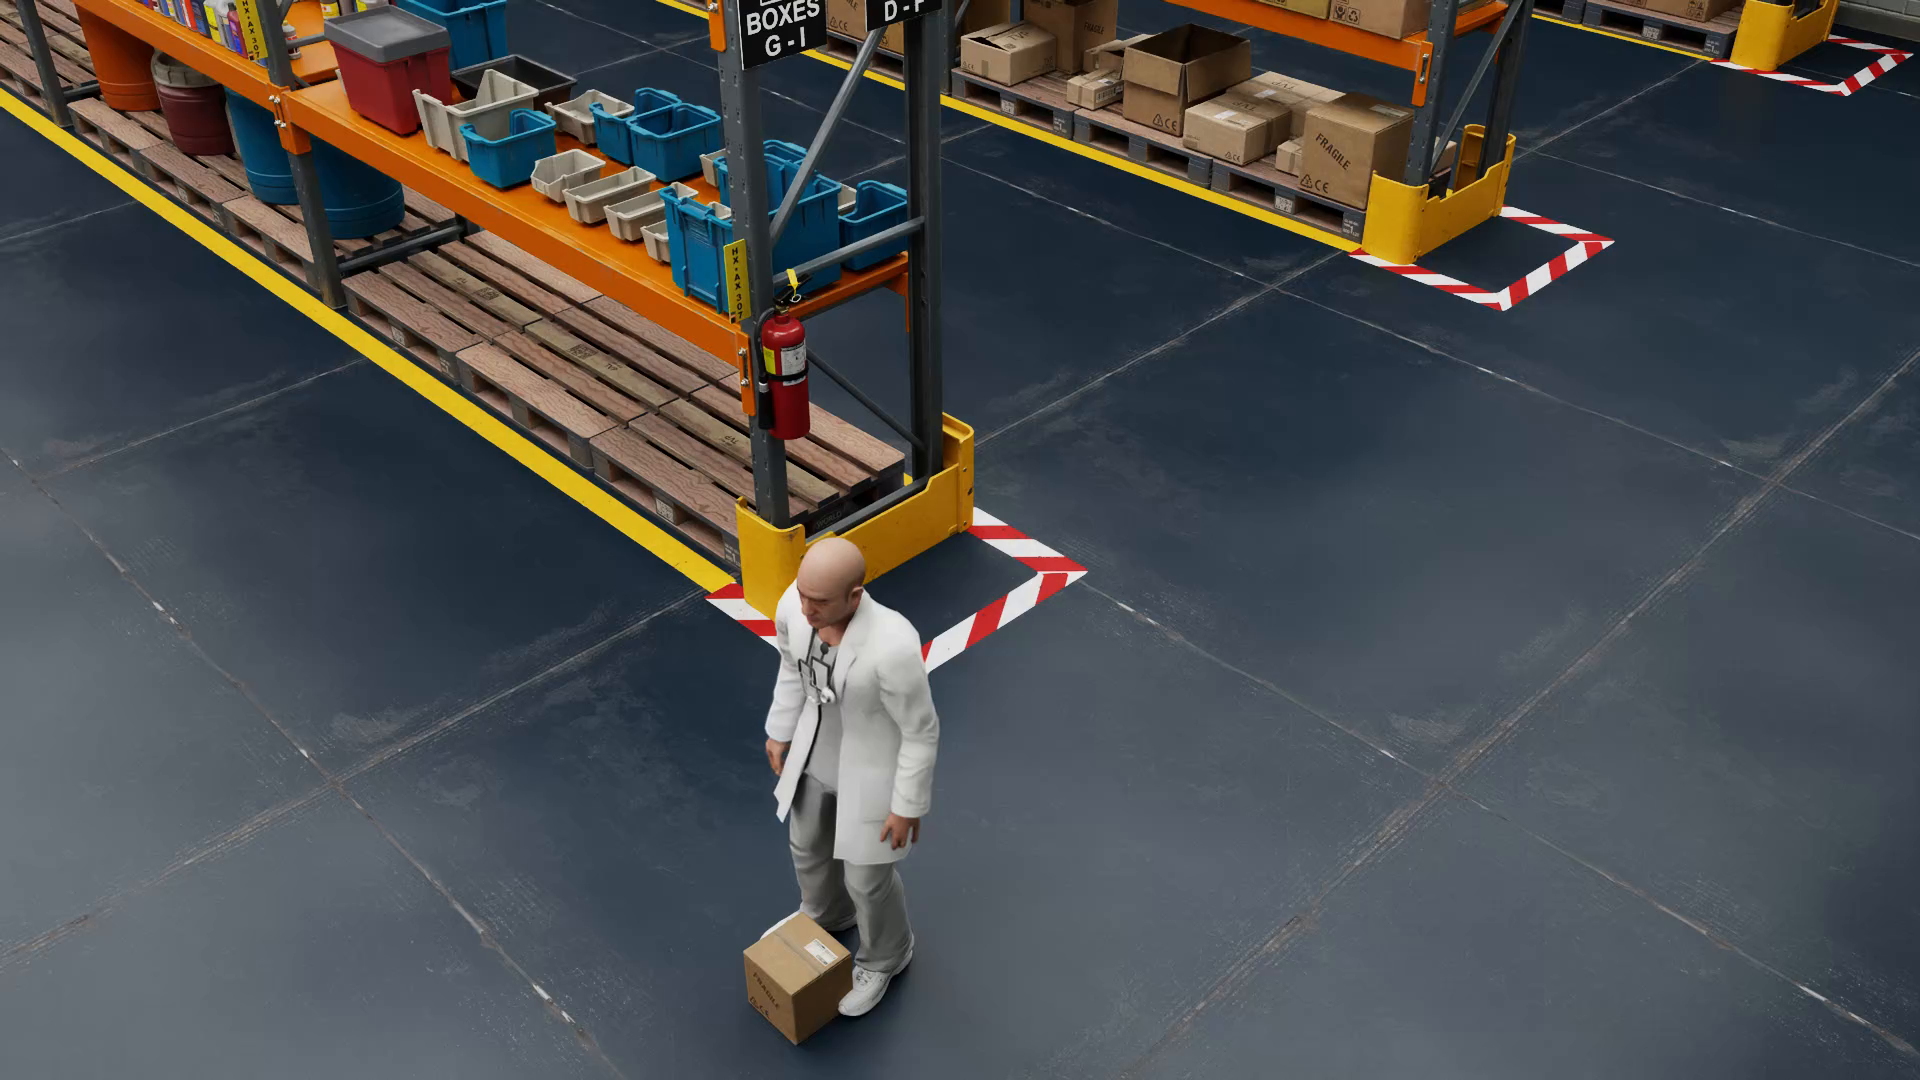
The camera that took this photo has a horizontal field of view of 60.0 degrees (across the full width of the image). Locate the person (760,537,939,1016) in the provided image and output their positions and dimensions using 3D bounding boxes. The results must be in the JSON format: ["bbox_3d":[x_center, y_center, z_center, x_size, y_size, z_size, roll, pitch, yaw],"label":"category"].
[{"bbox_3d":[-0.345,0.710,5.144,0.653,1.774,0.422,27,43,33],"label":"person"}]
